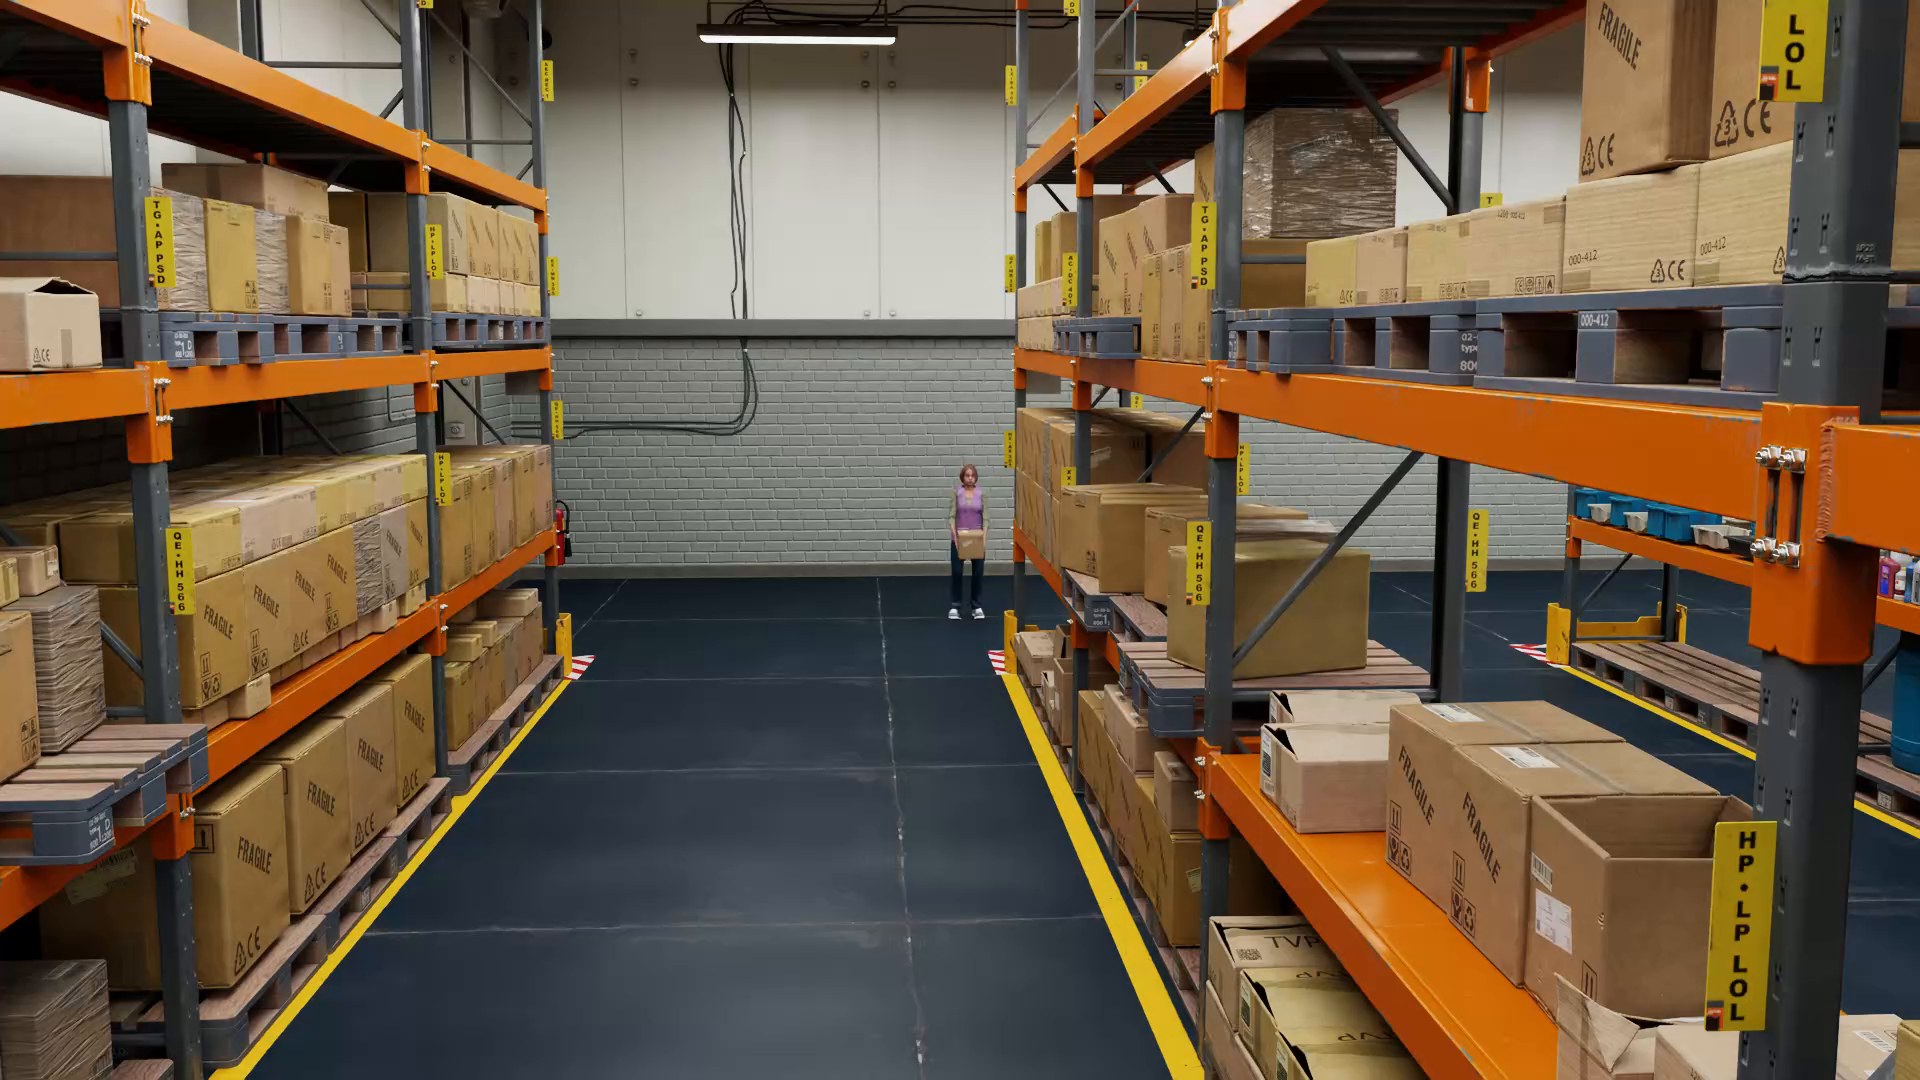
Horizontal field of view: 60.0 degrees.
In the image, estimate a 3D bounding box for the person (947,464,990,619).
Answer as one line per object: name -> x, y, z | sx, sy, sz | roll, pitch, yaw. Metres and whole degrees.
person -> 0.091, 0.015, 17.137 | 0.444, 1.603, 0.411 | -1, 7, -5
